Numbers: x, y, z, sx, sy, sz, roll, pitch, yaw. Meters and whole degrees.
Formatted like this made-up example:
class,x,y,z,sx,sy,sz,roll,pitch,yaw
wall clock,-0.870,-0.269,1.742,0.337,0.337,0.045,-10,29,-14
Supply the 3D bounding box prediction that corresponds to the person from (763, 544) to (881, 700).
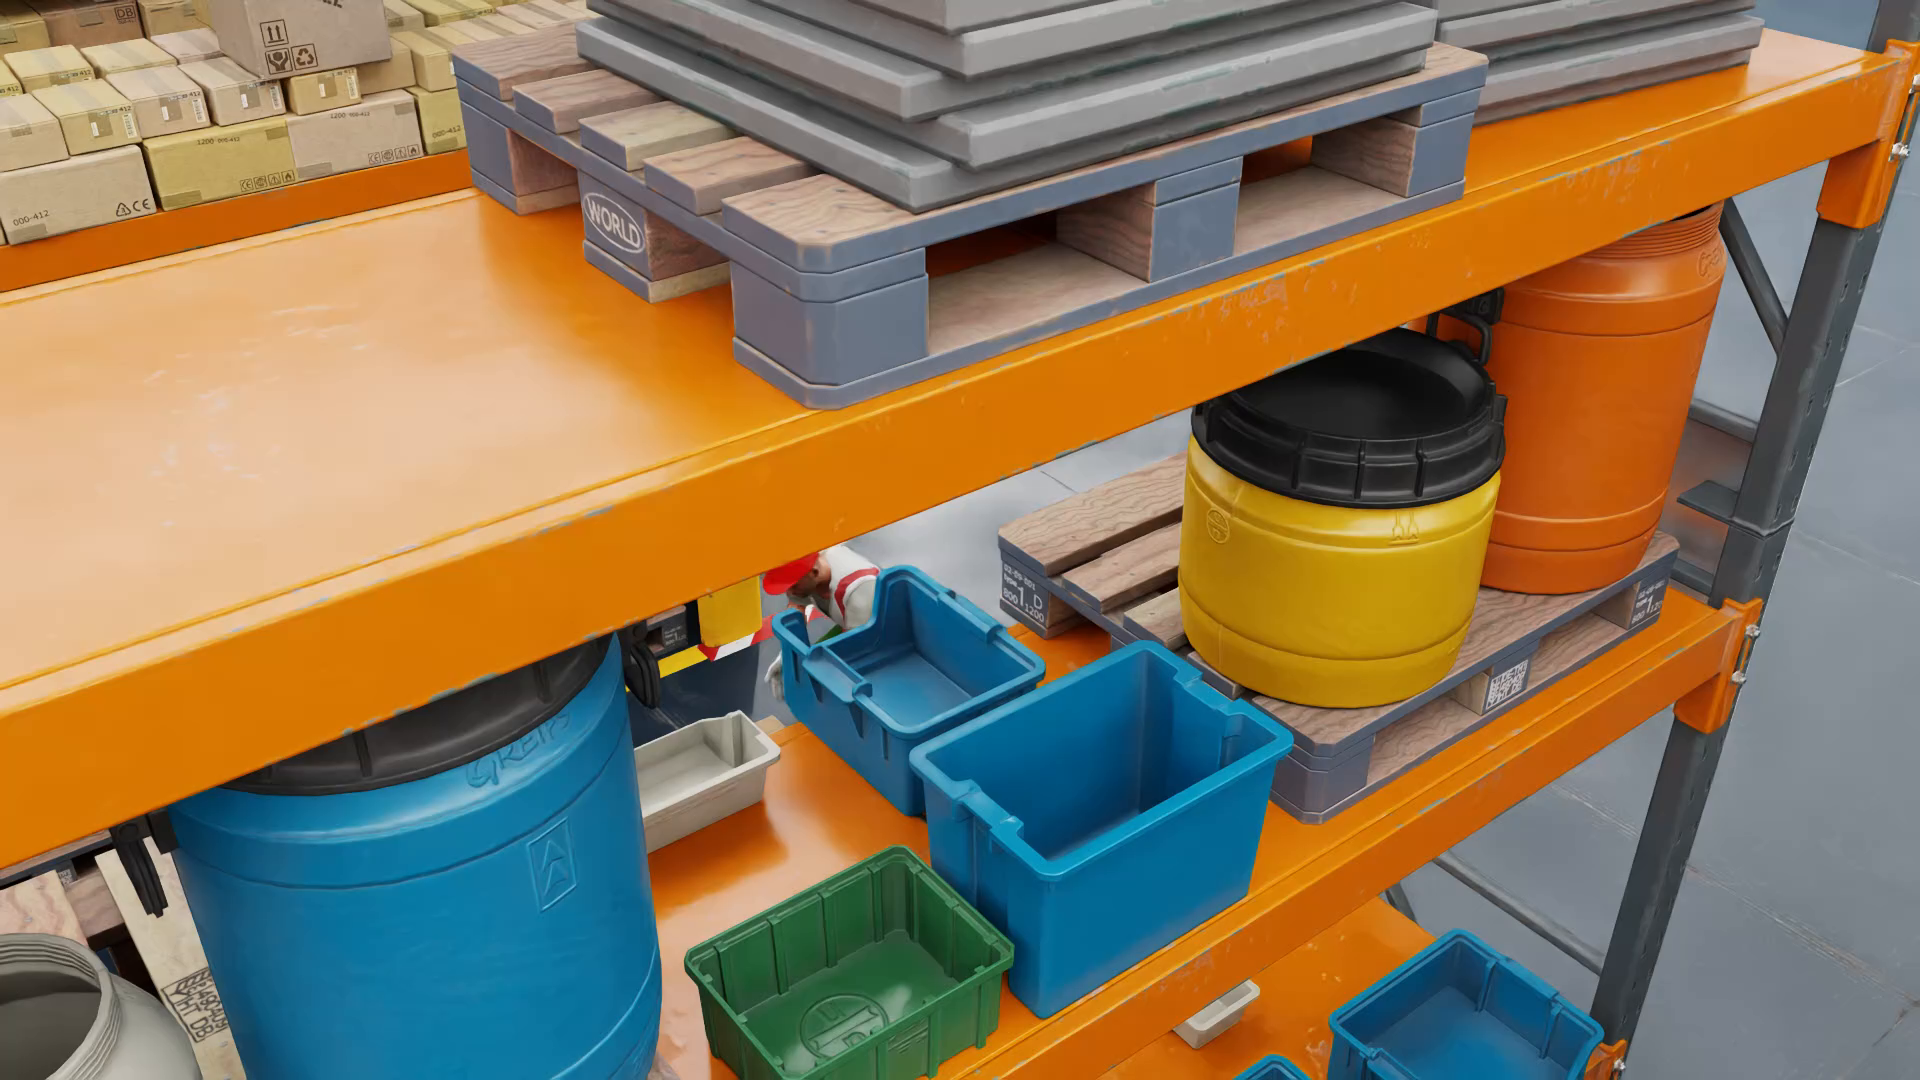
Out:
class,x,y,z,sx,sy,sz,roll,pitch,yaw
person,-0.501,0.523,7.263,0.748,1.443,0.581,-22,38,-31
